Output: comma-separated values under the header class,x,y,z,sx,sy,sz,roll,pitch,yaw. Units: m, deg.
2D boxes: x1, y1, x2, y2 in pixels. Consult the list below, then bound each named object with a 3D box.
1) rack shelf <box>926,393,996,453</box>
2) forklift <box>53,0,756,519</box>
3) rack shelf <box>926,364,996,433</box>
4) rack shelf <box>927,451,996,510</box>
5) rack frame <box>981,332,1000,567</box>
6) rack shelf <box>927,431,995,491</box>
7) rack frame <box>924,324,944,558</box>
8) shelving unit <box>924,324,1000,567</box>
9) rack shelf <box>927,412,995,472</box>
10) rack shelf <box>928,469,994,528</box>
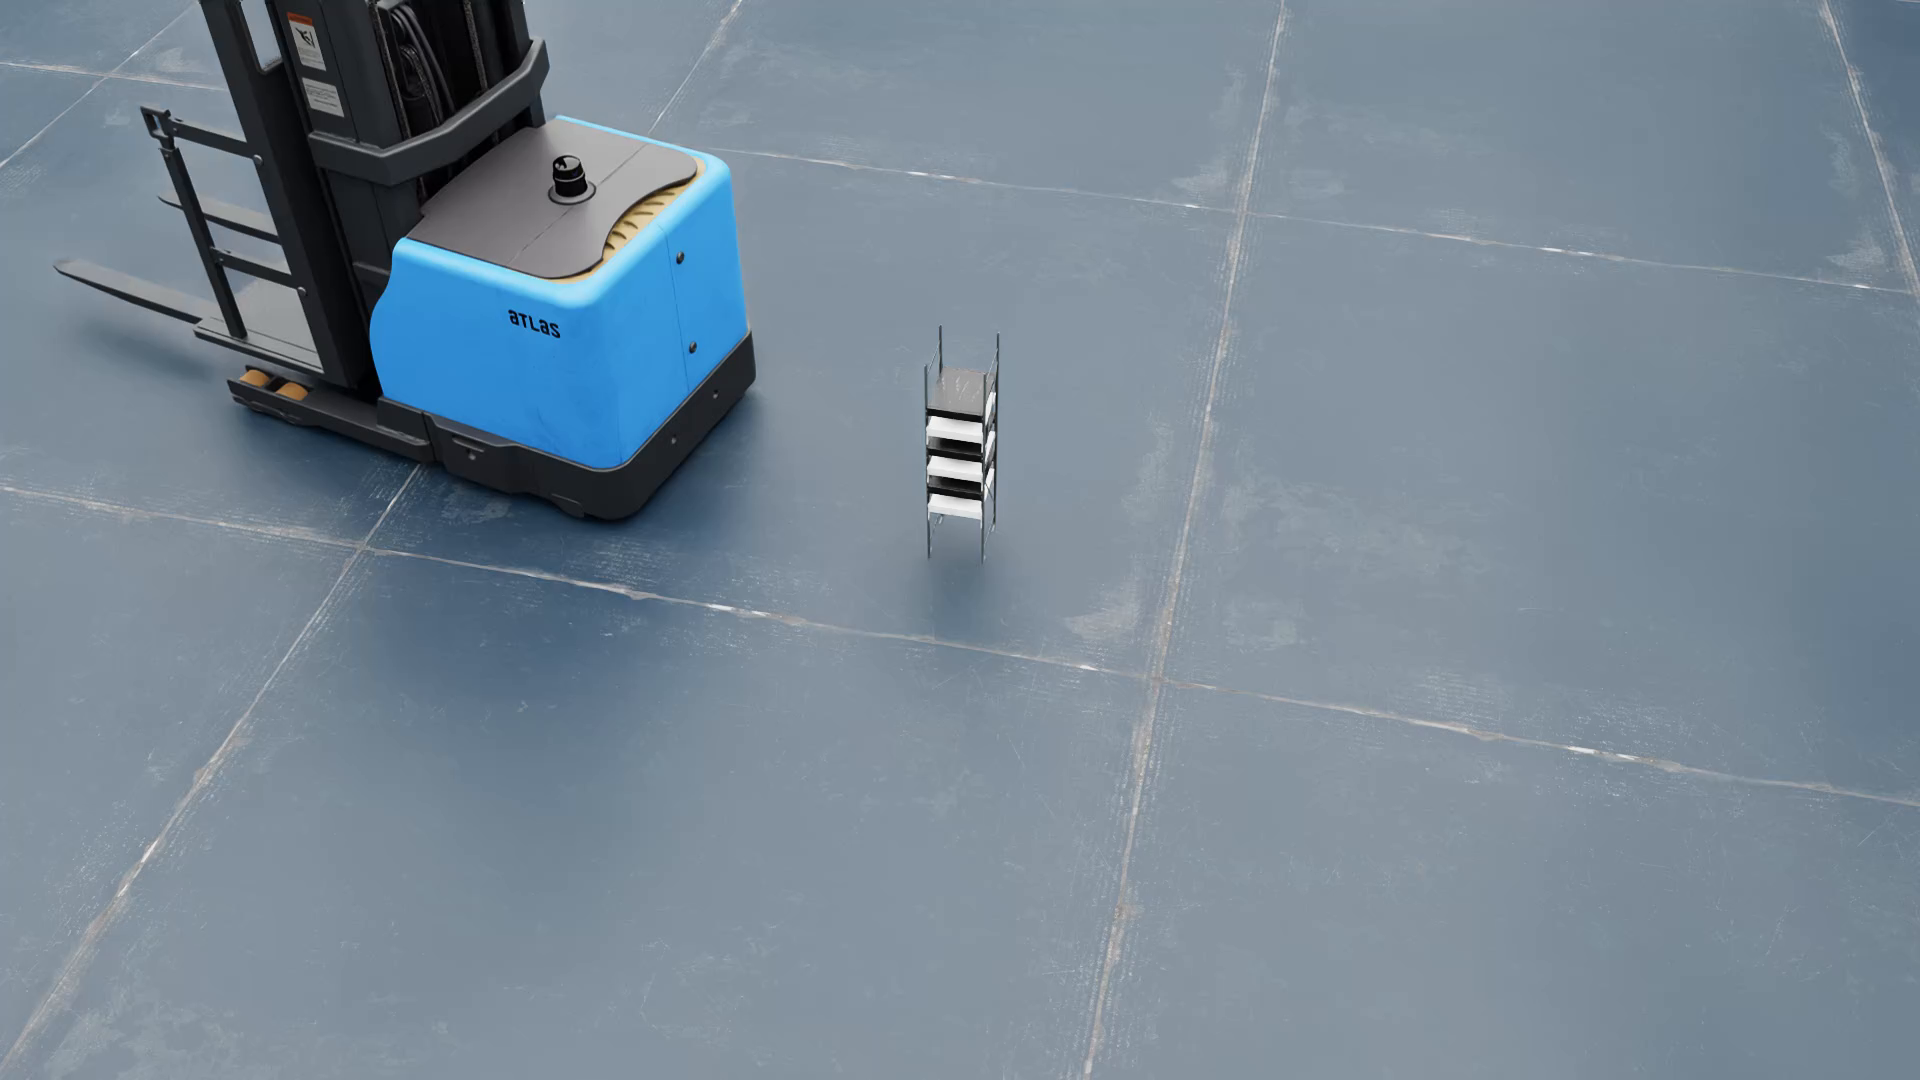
class,x,y,z,sx,sy,sz,roll,pitch,yaw
rack shelf,0.008,-0.429,5.835,0.200,0.077,0.258,9,45,9
forklift,-2.397,-1.836,6.044,3.031,2.935,1.130,18,47,18
rack shelf,0.008,-0.493,5.773,0.200,0.077,0.258,9,45,9
rack shelf,0.008,-0.234,6.022,0.200,0.077,0.258,9,45,9
rack frame,0.107,-0.308,5.921,0.006,0.900,0.240,9,45,9
rack shelf,0.008,-0.299,5.960,0.200,0.077,0.258,9,45,9
rack frame,-0.091,-0.338,5.953,0.006,0.900,0.240,9,45,9
shelving unit,0.008,-0.323,5.937,0.210,0.900,0.258,9,45,9
rack shelf,0.008,-0.364,5.897,0.200,0.077,0.258,9,45,9
rack shelf,0.008,-0.169,6.085,0.200,0.077,0.258,9,45,9
